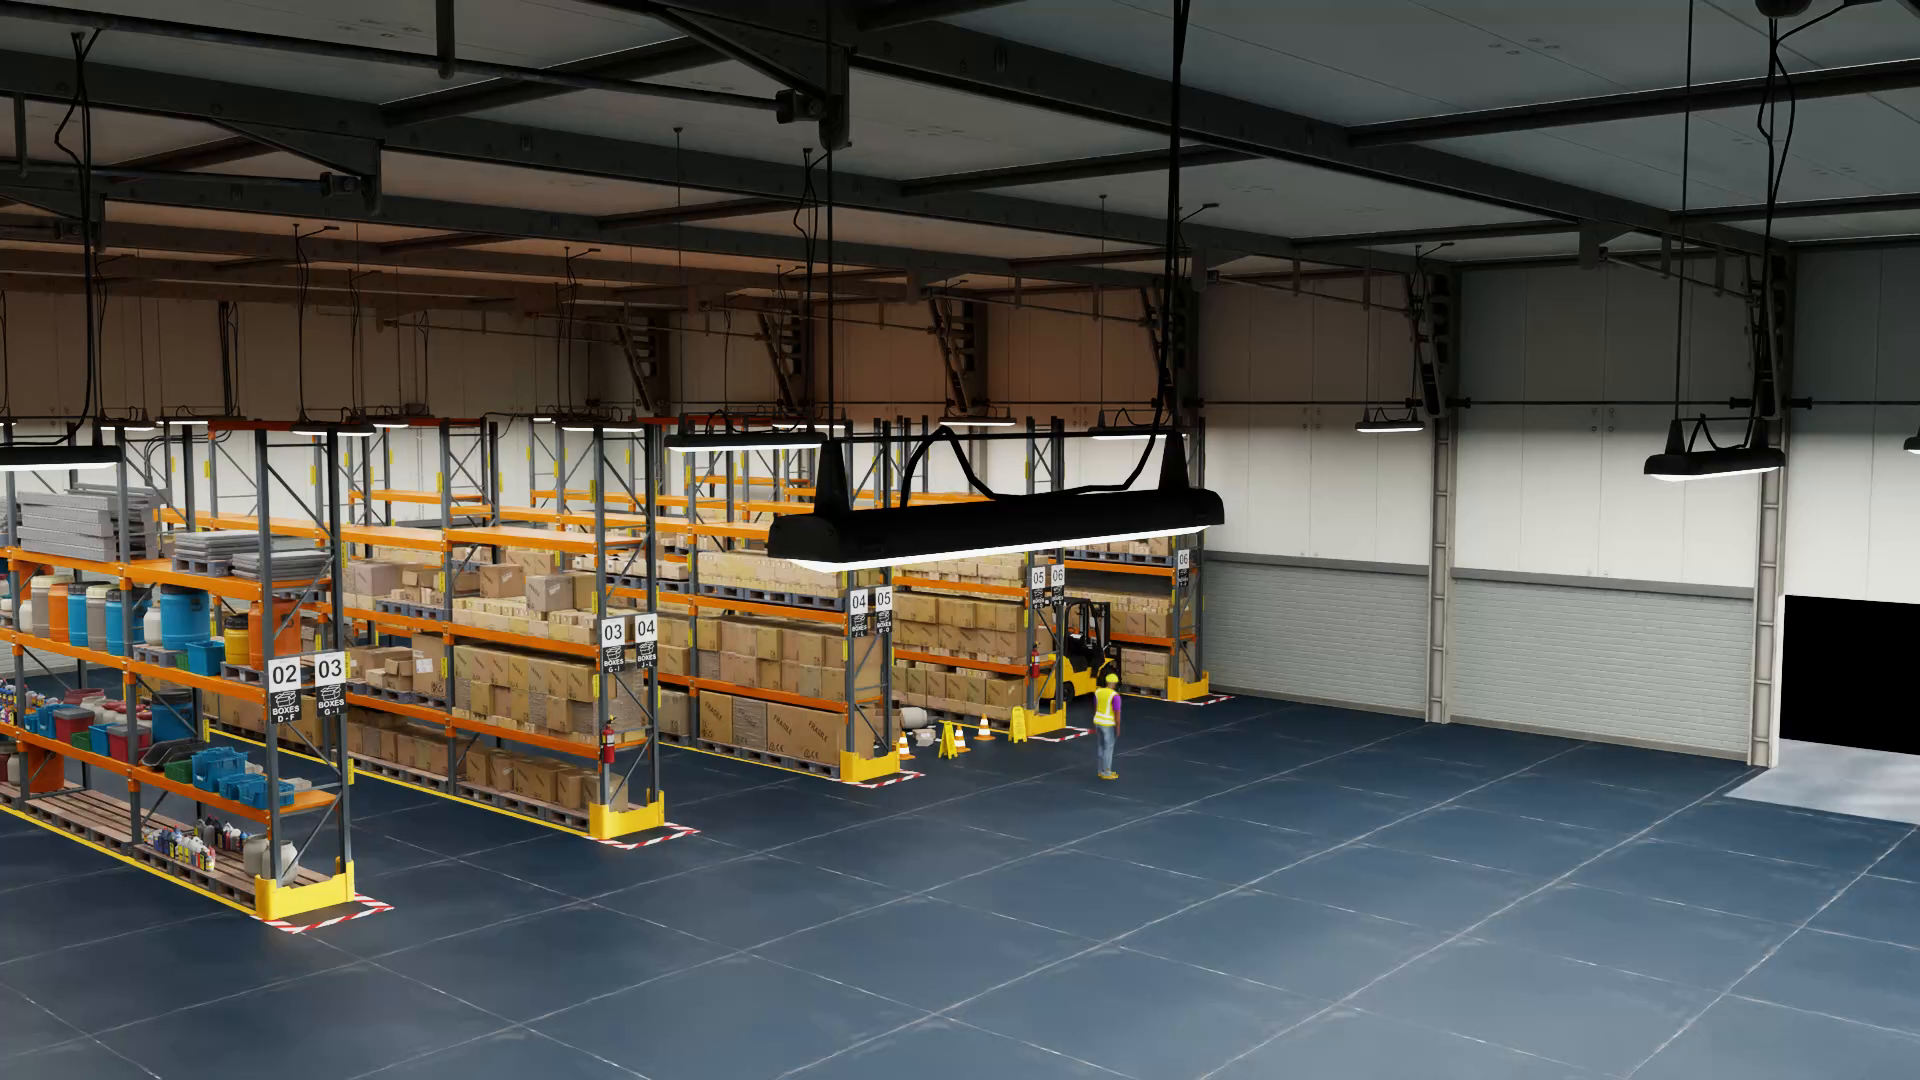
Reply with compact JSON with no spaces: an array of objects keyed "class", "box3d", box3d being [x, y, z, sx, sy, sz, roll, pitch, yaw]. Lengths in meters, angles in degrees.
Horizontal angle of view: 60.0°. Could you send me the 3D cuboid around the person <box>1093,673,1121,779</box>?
[{"class":"person","box3d":[2.499,3.129,27.985,0.443,1.779,0.600,-4,6,-37]}]
